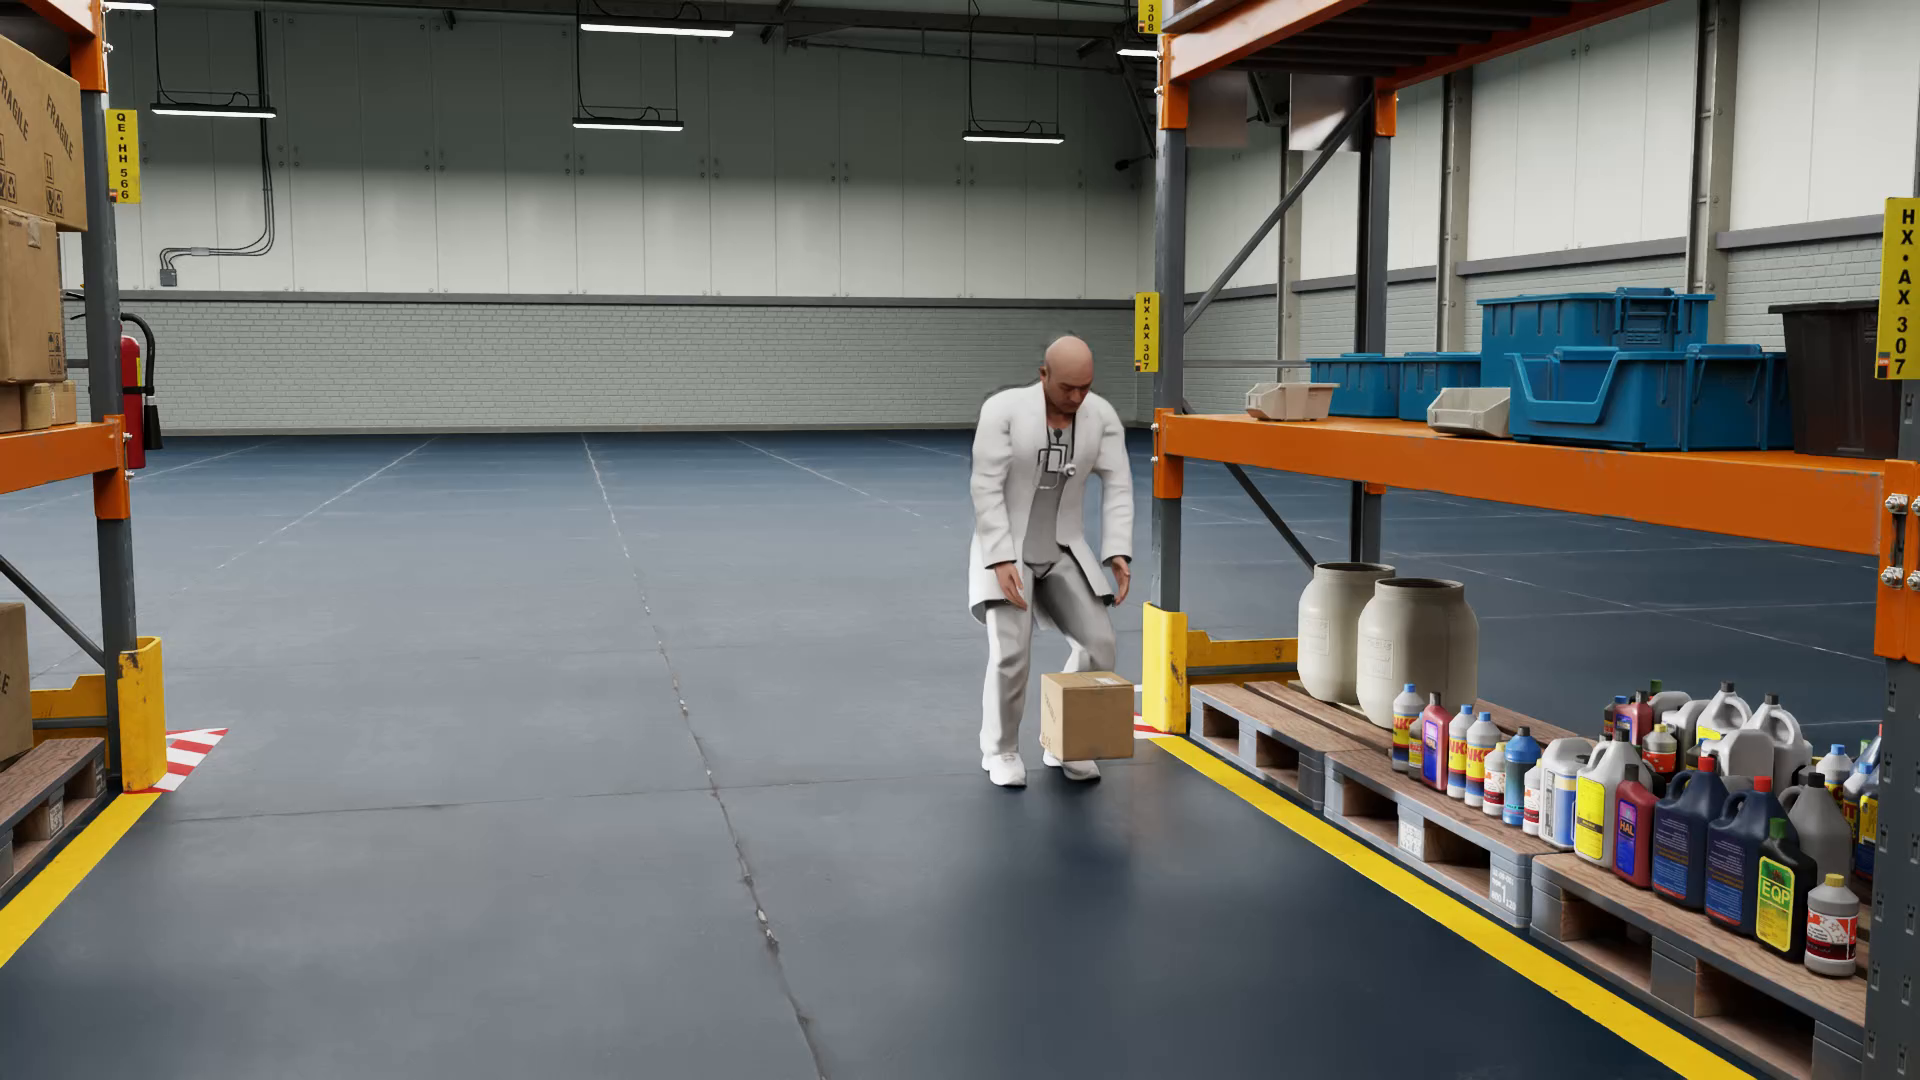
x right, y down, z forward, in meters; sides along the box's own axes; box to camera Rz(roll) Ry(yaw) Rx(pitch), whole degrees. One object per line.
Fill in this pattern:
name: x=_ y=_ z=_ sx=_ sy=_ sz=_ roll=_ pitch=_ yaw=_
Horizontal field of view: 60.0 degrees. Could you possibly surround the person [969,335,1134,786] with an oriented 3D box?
person: x=0.324 y=0.076 z=6.050 sx=0.619 sy=1.601 sz=0.564 roll=-2 pitch=6 yaw=-16
